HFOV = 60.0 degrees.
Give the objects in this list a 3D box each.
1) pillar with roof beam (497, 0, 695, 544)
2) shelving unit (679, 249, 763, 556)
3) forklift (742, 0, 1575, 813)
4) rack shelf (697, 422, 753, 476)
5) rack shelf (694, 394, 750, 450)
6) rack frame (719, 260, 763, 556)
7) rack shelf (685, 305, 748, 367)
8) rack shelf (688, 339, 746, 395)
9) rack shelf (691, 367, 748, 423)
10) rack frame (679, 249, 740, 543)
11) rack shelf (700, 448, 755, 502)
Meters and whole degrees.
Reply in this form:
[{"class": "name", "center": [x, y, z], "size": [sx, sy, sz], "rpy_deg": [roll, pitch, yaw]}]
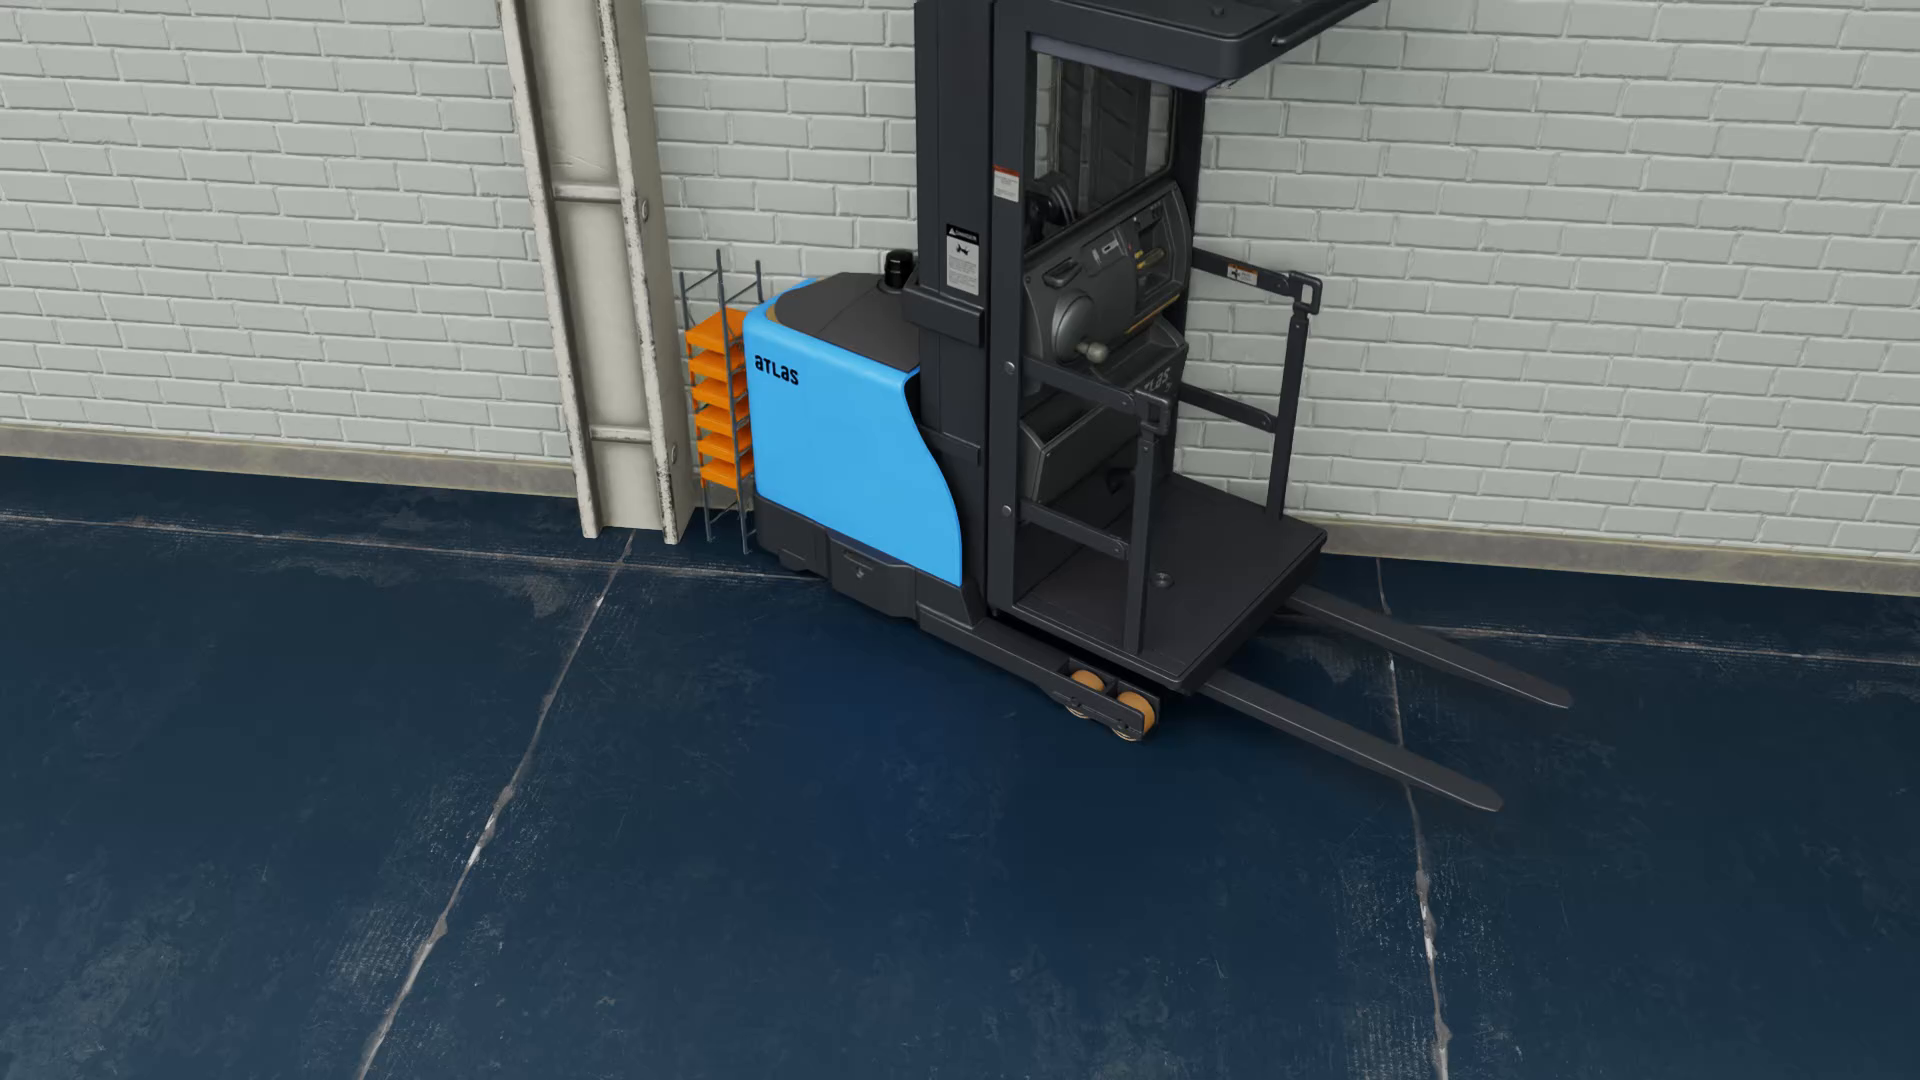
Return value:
[{"class": "pillar with roof beam", "center": [-1.866, -1.268, 0.781], "size": [0.400, 9.000, 9.100], "rpy_deg": [4, 36, 6]}, {"class": "shelving unit", "center": [-0.880, -0.512, 6.433], "size": [0.189, 1.200, 0.258], "rpy_deg": [19, 39, 25]}, {"class": "forklift", "center": [0.668, -0.849, 5.416], "size": [3.031, 2.935, 1.130], "rpy_deg": [24, 42, 29]}, {"class": "rack shelf", "center": [-0.880, -0.377, 6.528], "size": [0.180, 0.103, 0.258], "rpy_deg": [19, 39, 25]}, {"class": "rack shelf", "center": [-0.880, -0.475, 6.458], "size": [0.180, 0.103, 0.258], "rpy_deg": [19, 39, 25]}, {"class": "rack frame", "center": [-0.801, -0.485, 6.394], "size": [0.006, 1.200, 0.240], "rpy_deg": [19, 39, 25]}, {"class": "rack shelf", "center": [-0.880, -0.769, 6.250], "size": [0.180, 0.103, 0.258], "rpy_deg": [19, 39, 25]}, {"class": "rack shelf", "center": [-0.880, -0.671, 6.320], "size": [0.180, 0.103, 0.258], "rpy_deg": [19, 39, 25]}, {"class": "rack shelf", "center": [-0.880, -0.573, 6.389], "size": [0.180, 0.103, 0.258], "rpy_deg": [19, 39, 25]}, {"class": "rack frame", "center": [-0.958, -0.539, 6.471], "size": [0.006, 1.200, 0.240], "rpy_deg": [19, 39, 25]}, {"class": "rack shelf", "center": [-0.880, -0.279, 6.597], "size": [0.180, 0.103, 0.258], "rpy_deg": [19, 39, 25]}]
